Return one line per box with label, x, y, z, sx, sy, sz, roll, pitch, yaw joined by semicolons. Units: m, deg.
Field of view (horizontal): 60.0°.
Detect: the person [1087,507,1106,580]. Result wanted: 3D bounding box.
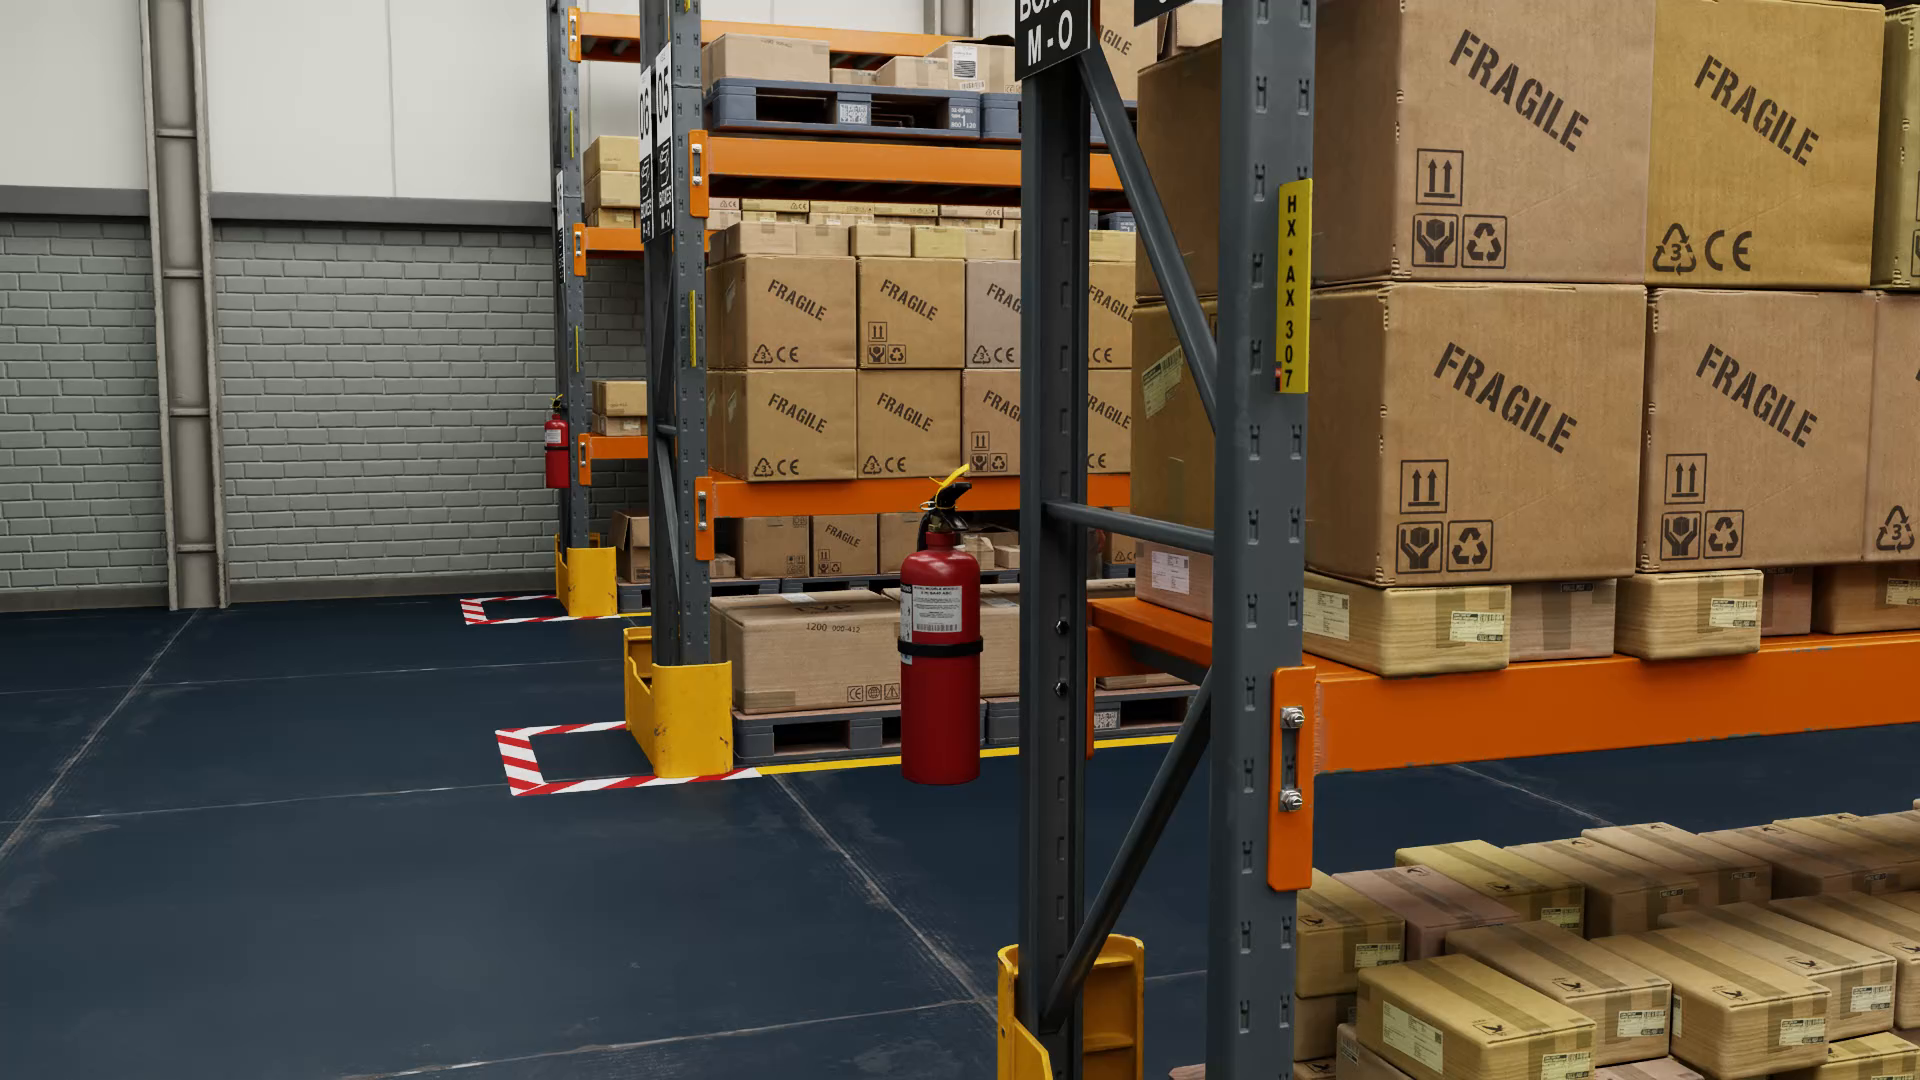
person;0.740;0.014;10.189;0.347;1.479;0.483;-2;6;-21
